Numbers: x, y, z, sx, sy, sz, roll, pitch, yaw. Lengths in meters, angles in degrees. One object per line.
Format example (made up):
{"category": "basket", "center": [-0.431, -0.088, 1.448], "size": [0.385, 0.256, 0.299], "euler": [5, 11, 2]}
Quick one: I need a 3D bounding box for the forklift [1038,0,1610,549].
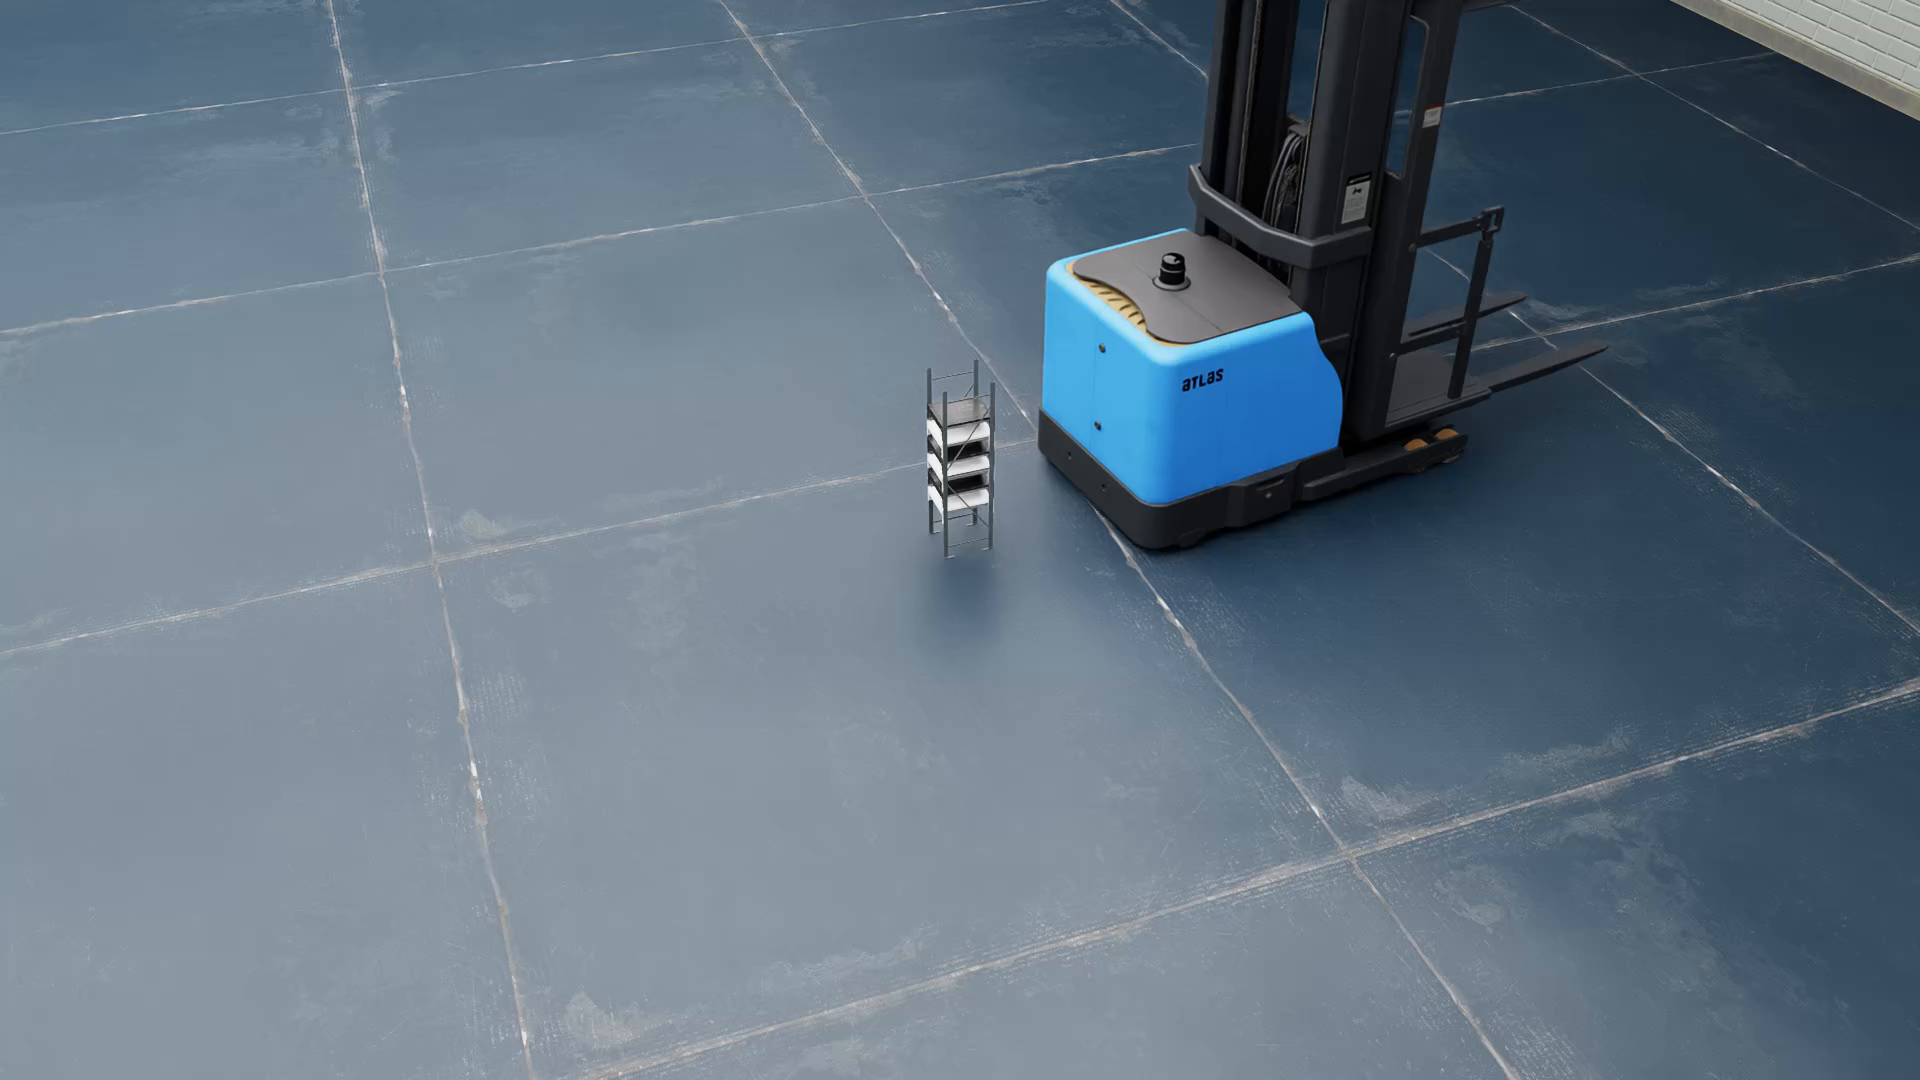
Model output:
{"category": "forklift", "center": [1.929, -1.761, 7.652], "size": [3.031, 2.935, 1.130], "euler": [-18, 41, -22]}

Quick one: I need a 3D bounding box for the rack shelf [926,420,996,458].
{"category": "rack shelf", "center": [0.003, -0.472, 7.385], "size": [0.258, 0.077, 0.200], "euler": [-12, 39, -16]}

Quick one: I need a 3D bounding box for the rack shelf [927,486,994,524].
{"category": "rack shelf", "center": [0.003, -0.184, 7.602], "size": [0.258, 0.077, 0.200], "euler": [-12, 39, -16]}

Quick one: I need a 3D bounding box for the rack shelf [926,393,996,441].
{"category": "rack shelf", "center": [0.003, -0.544, 7.331], "size": [0.258, 0.077, 0.200], "euler": [-12, 39, -16]}

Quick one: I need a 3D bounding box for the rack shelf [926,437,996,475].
{"category": "rack shelf", "center": [0.003, -0.400, 7.439], "size": [0.258, 0.077, 0.200], "euler": [-12, 39, -16]}

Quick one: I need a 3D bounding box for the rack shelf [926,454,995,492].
{"category": "rack shelf", "center": [0.003, -0.328, 7.493], "size": [0.258, 0.077, 0.200], "euler": [-12, 39, -16]}

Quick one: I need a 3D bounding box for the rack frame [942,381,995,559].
{"category": "rack frame", "center": [0.038, -0.297, 7.397], "size": [0.240, 0.900, 0.006], "euler": [-12, 39, -16]}

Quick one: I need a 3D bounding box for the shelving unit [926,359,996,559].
{"category": "shelving unit", "center": [0.003, -0.355, 7.473], "size": [0.258, 0.900, 0.210], "euler": [-12, 39, -16]}

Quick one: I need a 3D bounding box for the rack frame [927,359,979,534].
{"category": "rack frame", "center": [-0.032, -0.412, 7.549], "size": [0.240, 0.900, 0.006], "euler": [-12, 39, -16]}

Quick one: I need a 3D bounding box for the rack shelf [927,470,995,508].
{"category": "rack shelf", "center": [0.003, -0.256, 7.547], "size": [0.258, 0.077, 0.200], "euler": [-12, 39, -16]}
